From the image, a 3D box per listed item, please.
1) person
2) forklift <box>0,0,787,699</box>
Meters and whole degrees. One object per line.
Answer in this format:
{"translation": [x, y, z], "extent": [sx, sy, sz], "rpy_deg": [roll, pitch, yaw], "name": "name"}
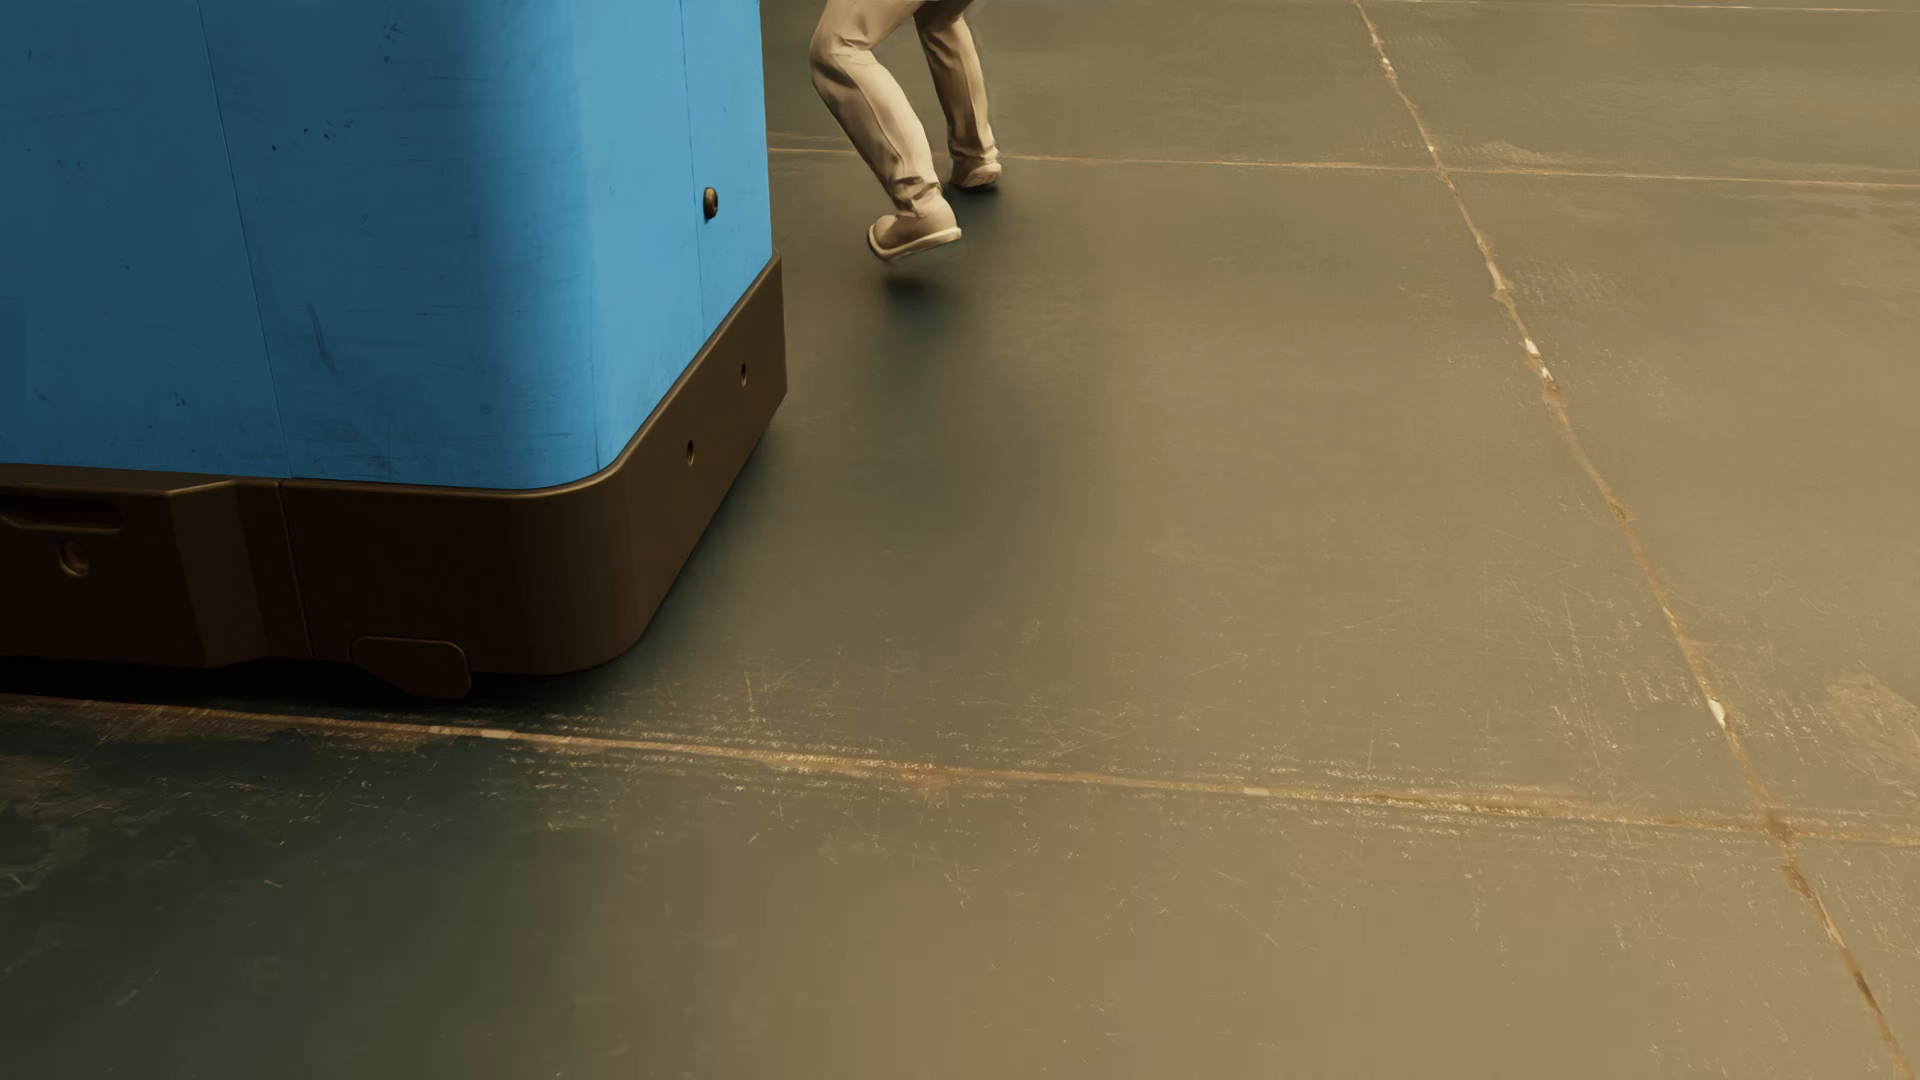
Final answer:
{"translation": [-0.020, -1.389, 3.701], "extent": [0.520, 1.606, 1.060], "rpy_deg": [13, 29, 24], "name": "person"}
{"translation": [-1.852, -1.395, 2.012], "extent": [3.031, 2.935, 1.130], "rpy_deg": [3, 27, 6], "name": "forklift"}
